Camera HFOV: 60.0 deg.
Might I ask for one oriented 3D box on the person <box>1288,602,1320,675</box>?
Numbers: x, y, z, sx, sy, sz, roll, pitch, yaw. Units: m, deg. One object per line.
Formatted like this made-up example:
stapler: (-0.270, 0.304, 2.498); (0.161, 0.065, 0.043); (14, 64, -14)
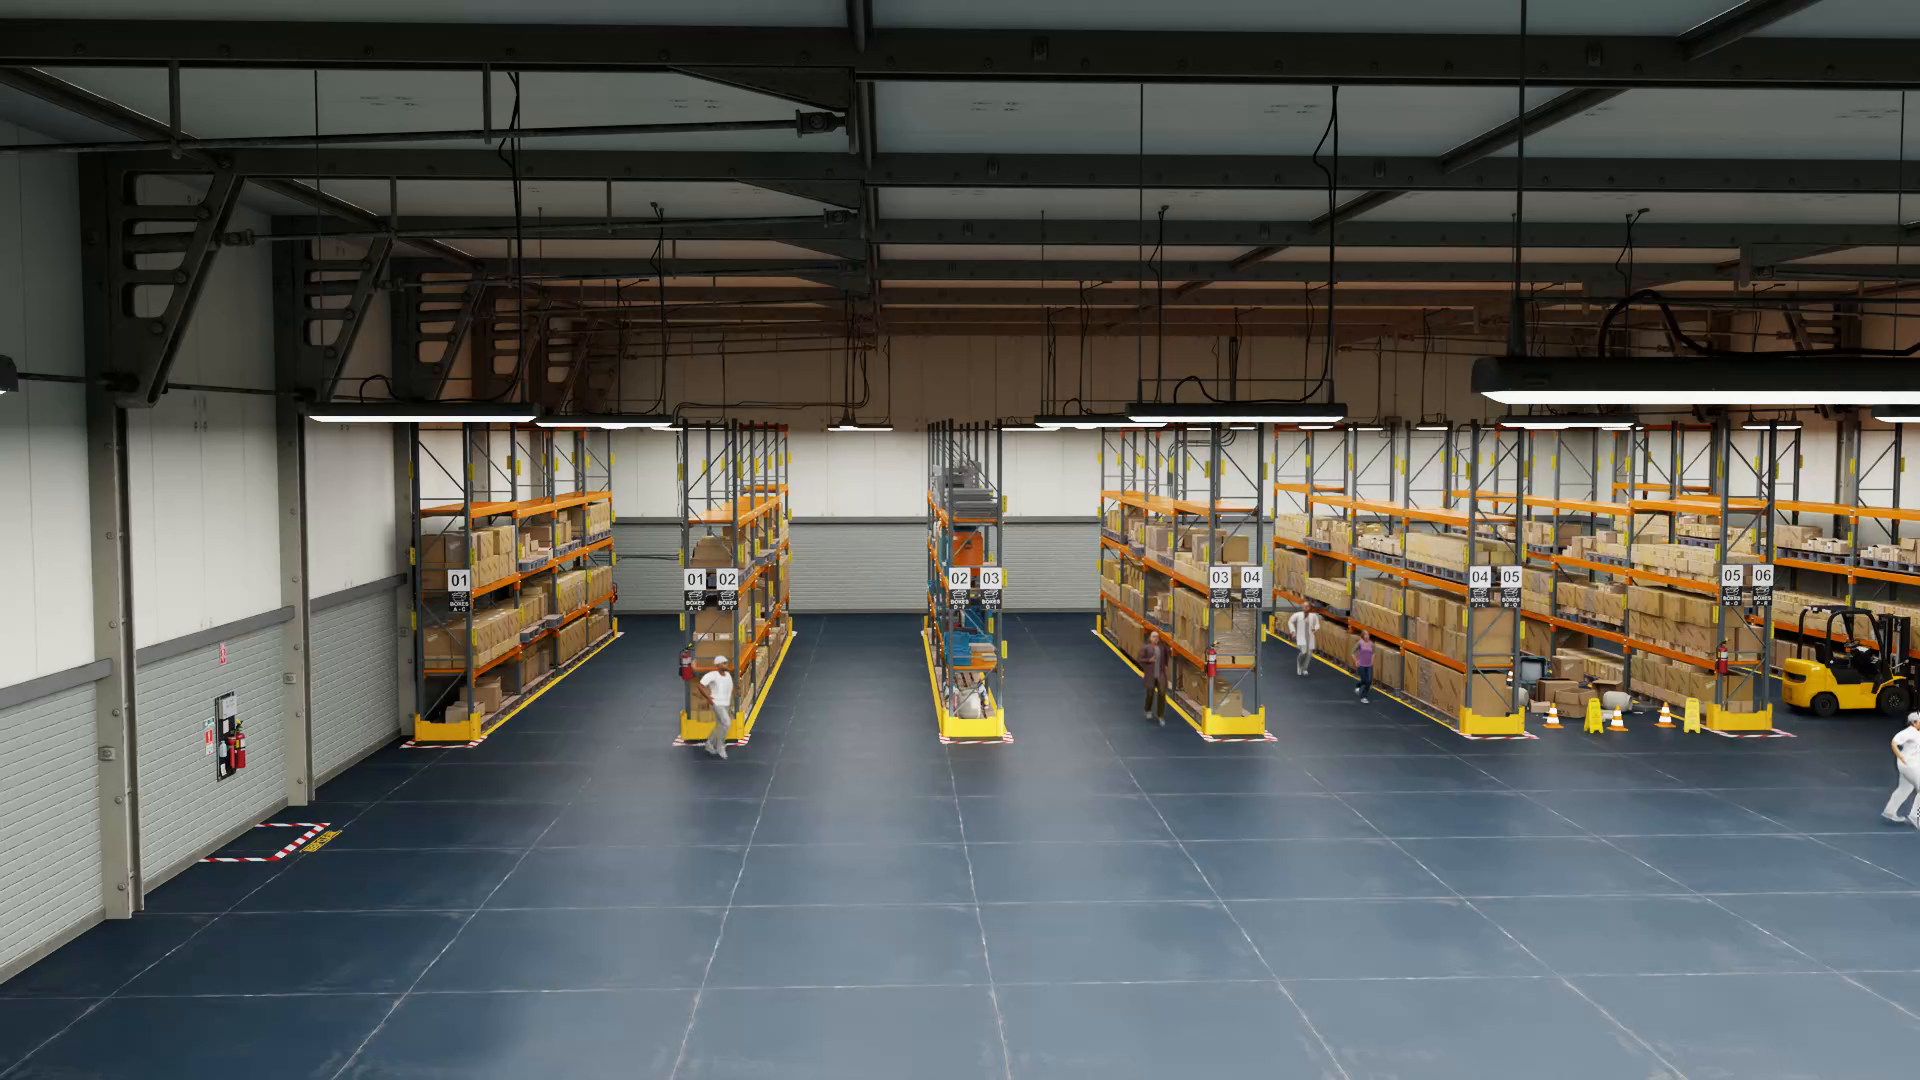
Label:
person: (8.142, 2.329, 39.163); (0.693, 1.741, 0.695); (0, 4, -4)

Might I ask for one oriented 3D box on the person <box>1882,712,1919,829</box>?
person: (13.893, 3.361, 24.268); (0.726, 1.726, 0.572); (3, 4, 35)

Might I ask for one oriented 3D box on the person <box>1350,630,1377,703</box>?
person: (8.603, 2.682, 35.387); (0.549, 1.552, 0.556); (-1, 4, -10)

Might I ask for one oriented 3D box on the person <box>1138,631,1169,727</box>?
person: (3.846, 2.714, 32.864); (0.694, 1.828, 0.876); (0, 4, -7)

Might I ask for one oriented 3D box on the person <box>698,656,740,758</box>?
person: (-4.241, 2.961, 29.561); (0.695, 1.814, 0.678); (2, 4, 25)
